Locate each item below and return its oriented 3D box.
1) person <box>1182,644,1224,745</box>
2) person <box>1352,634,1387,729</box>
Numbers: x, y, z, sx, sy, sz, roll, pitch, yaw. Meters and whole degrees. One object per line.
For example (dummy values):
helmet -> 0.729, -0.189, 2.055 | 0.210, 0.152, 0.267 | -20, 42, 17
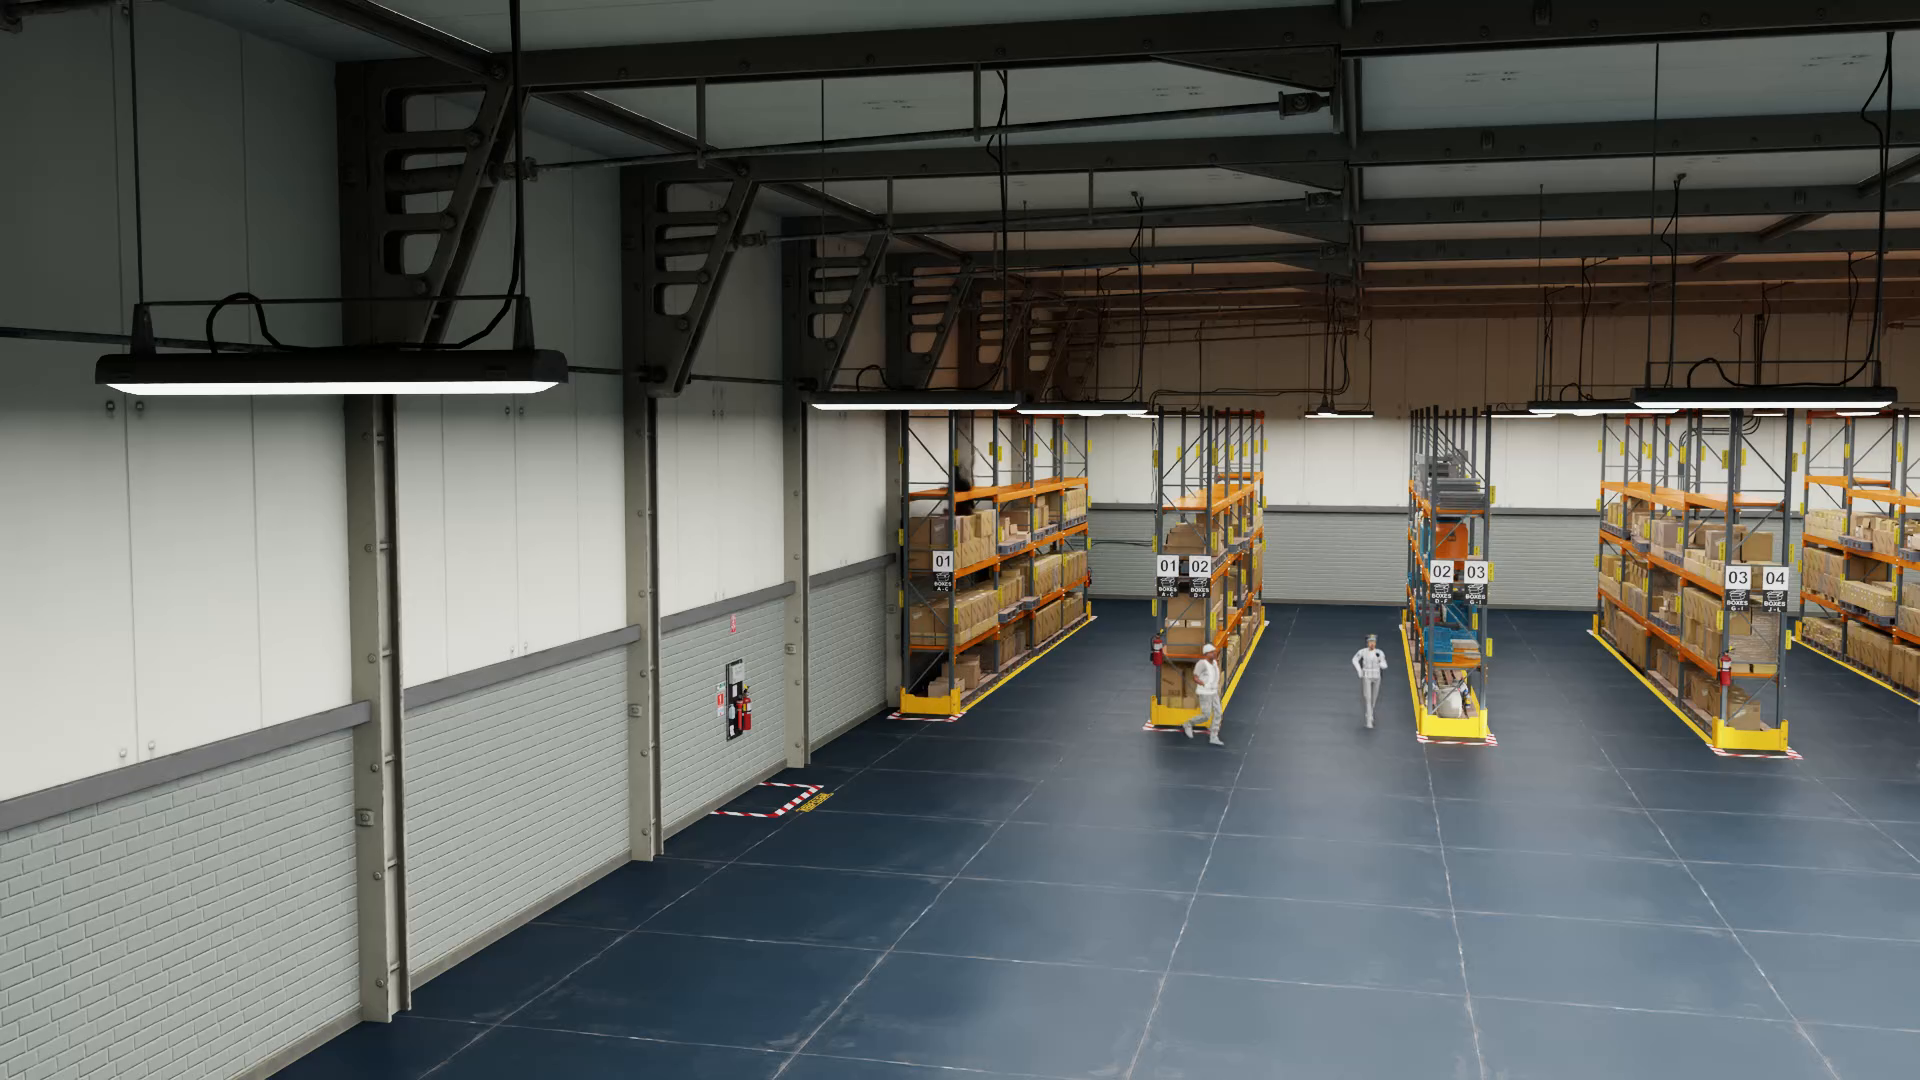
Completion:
person -> 4.340, 2.731, 29.490 | 0.802, 1.788, 0.703 | 2, 5, 30
person -> 7.710, 2.632, 31.221 | 0.596, 1.748, 0.724 | 0, 4, 0
